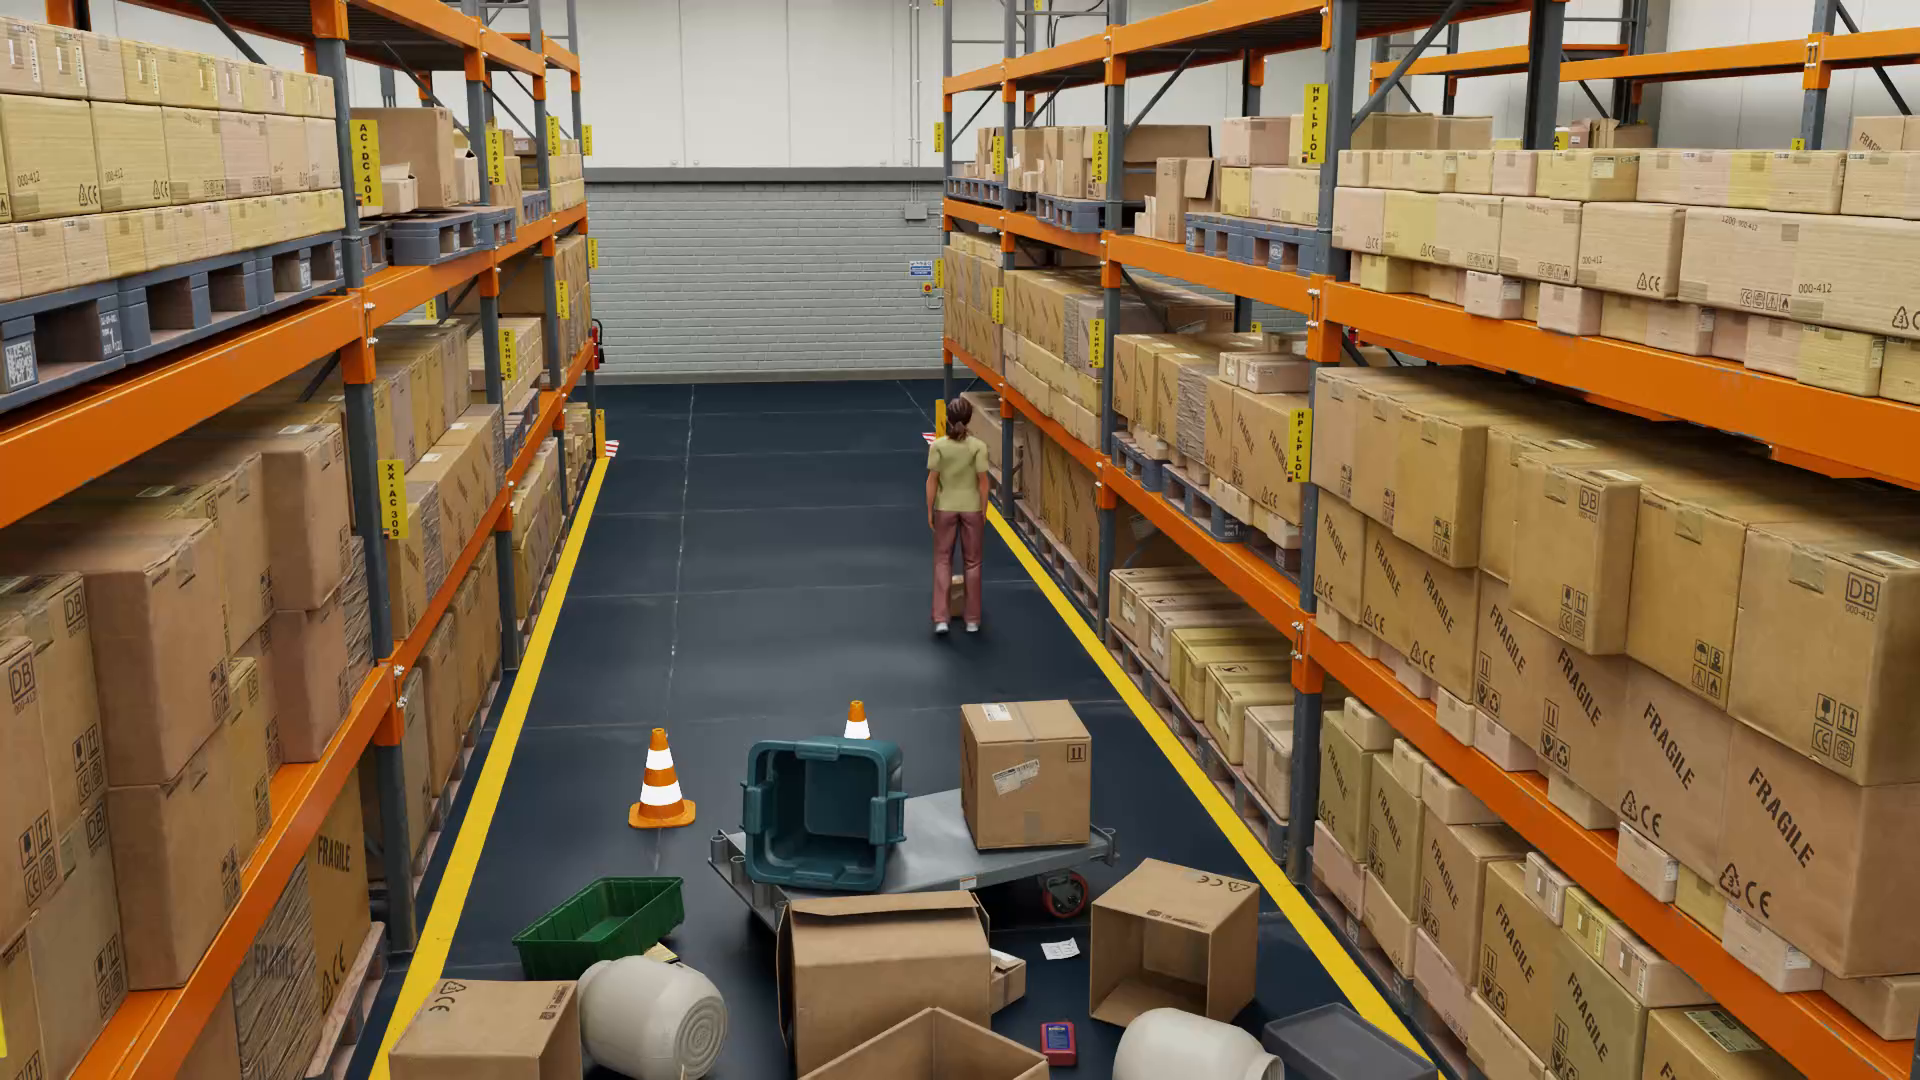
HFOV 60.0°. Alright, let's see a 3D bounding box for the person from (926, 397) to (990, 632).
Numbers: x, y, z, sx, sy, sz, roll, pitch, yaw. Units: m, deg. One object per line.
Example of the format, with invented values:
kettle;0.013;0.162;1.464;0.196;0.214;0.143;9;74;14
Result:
person;-0.013;-0.150;11.739;0.446;1.720;0.411;1;13;2
